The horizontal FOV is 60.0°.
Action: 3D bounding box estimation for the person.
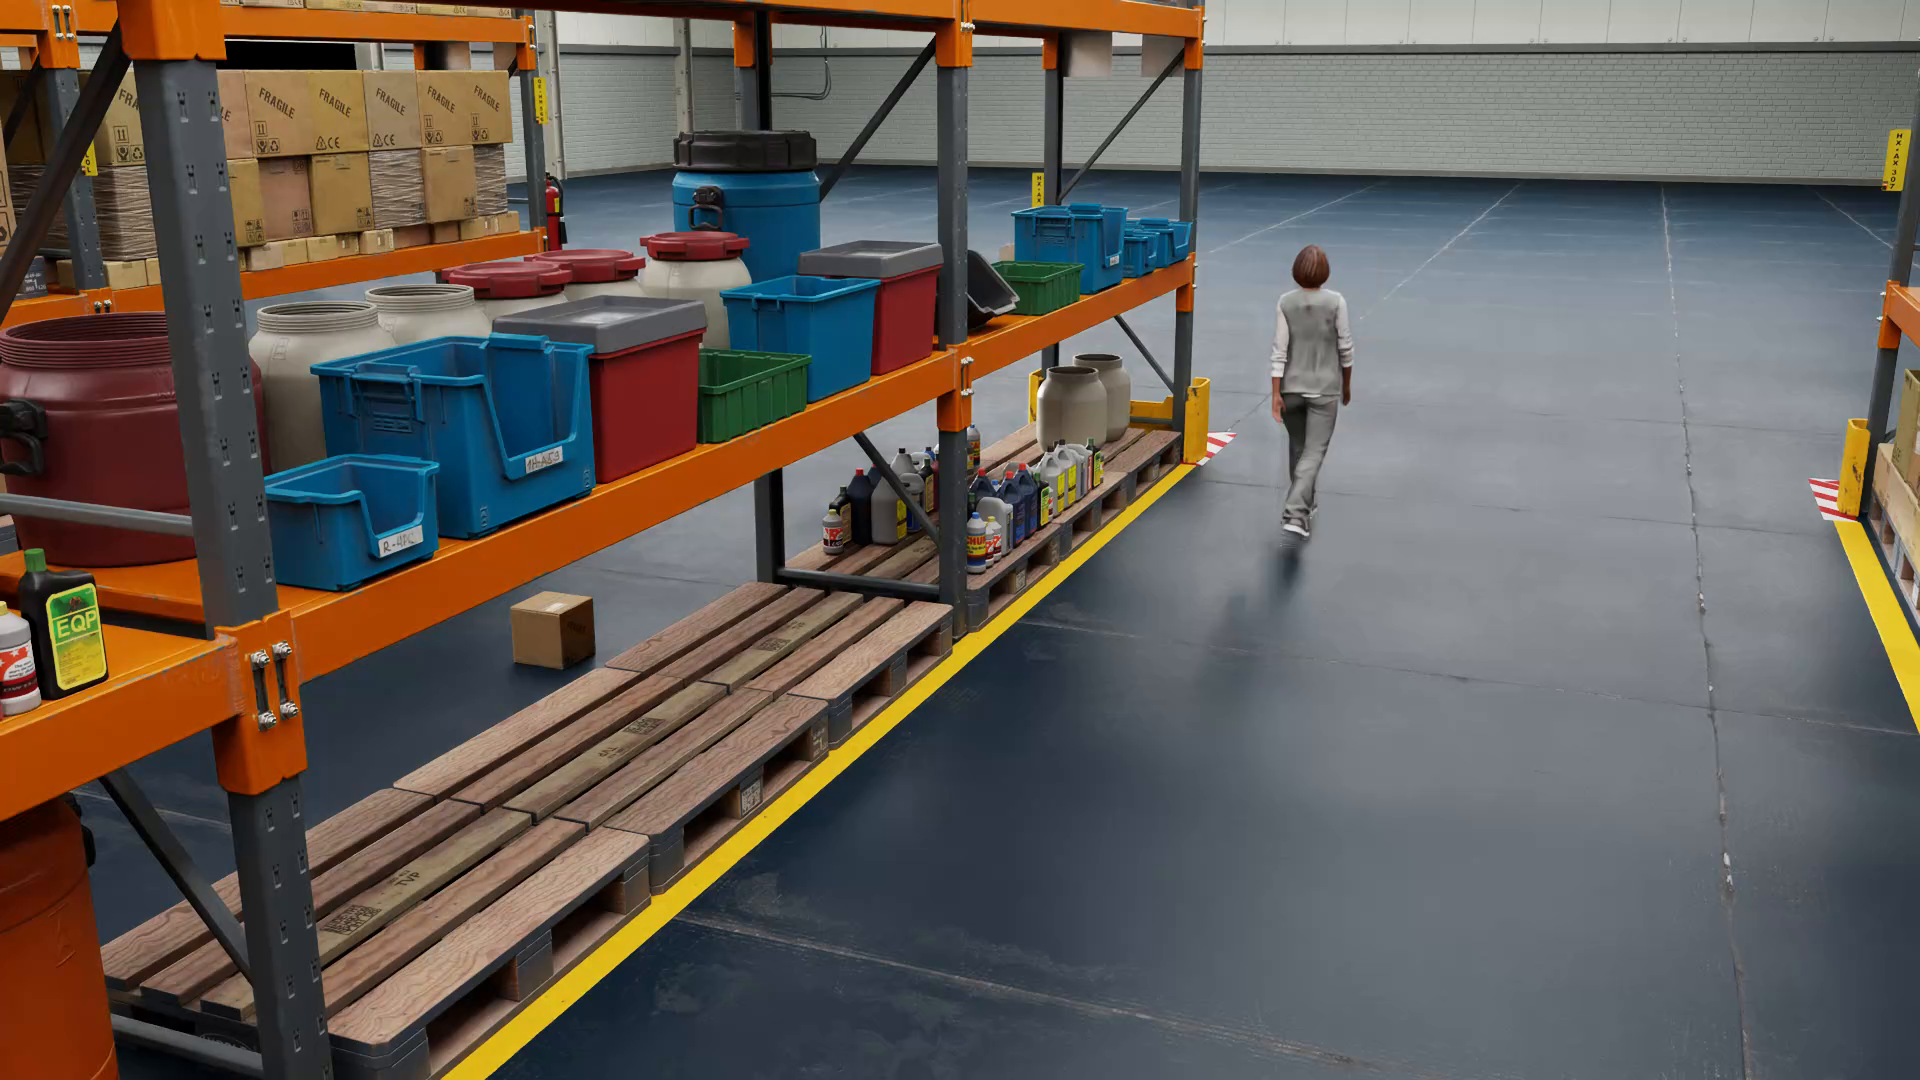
[{"bbox_3d":[1.868,-0.795,8.856,0.412,1.543,0.929,7,17,23],"label":"person"}]
